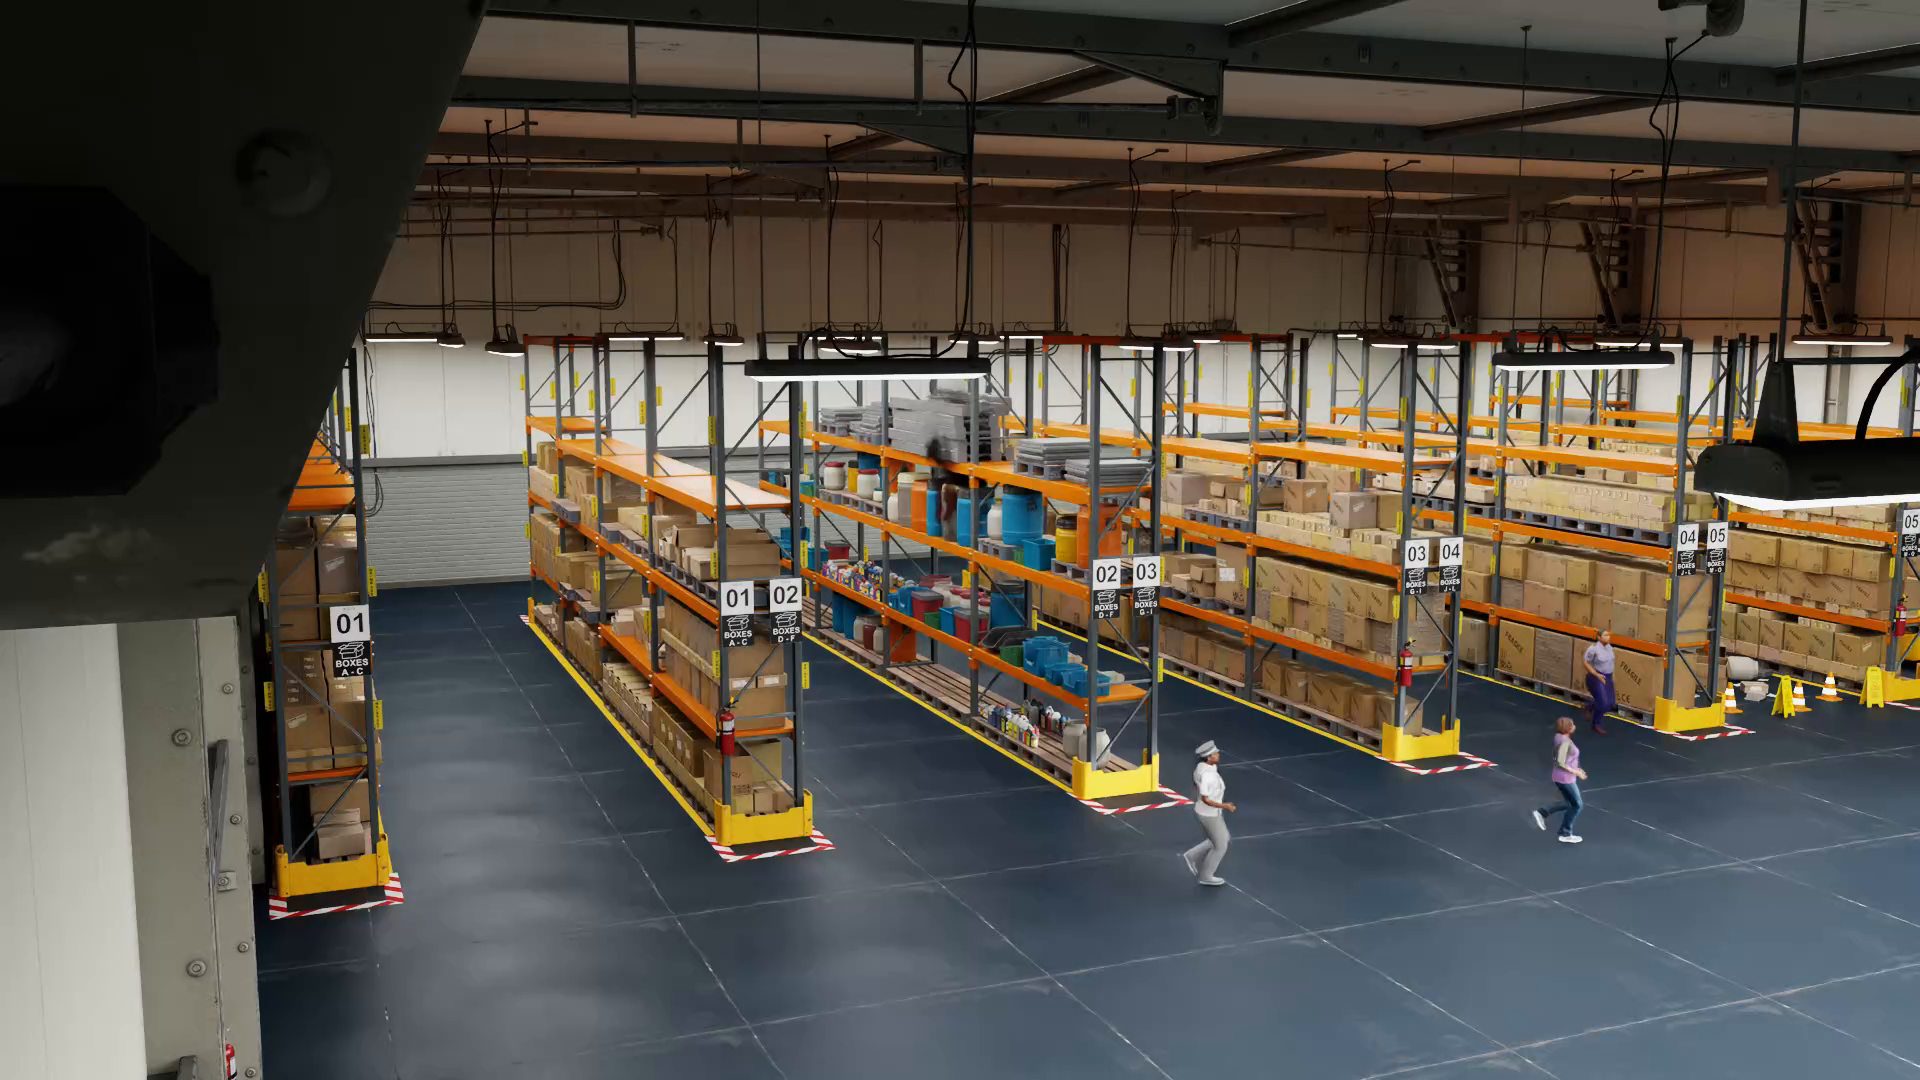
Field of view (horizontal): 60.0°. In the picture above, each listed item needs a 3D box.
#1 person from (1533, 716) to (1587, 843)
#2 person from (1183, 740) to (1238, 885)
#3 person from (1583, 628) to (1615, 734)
[{"bbox_3d":[7.271,2.895,20.139,0.572,1.547,0.536,1,8,11],"label":"person"},{"bbox_3d":[2.799,3.047,18.615,0.578,1.651,0.572,0,8,4],"label":"person"},{"bbox_3d":[9.818,2.148,25.638,0.616,1.613,0.585,-4,9,-29],"label":"person"}]
